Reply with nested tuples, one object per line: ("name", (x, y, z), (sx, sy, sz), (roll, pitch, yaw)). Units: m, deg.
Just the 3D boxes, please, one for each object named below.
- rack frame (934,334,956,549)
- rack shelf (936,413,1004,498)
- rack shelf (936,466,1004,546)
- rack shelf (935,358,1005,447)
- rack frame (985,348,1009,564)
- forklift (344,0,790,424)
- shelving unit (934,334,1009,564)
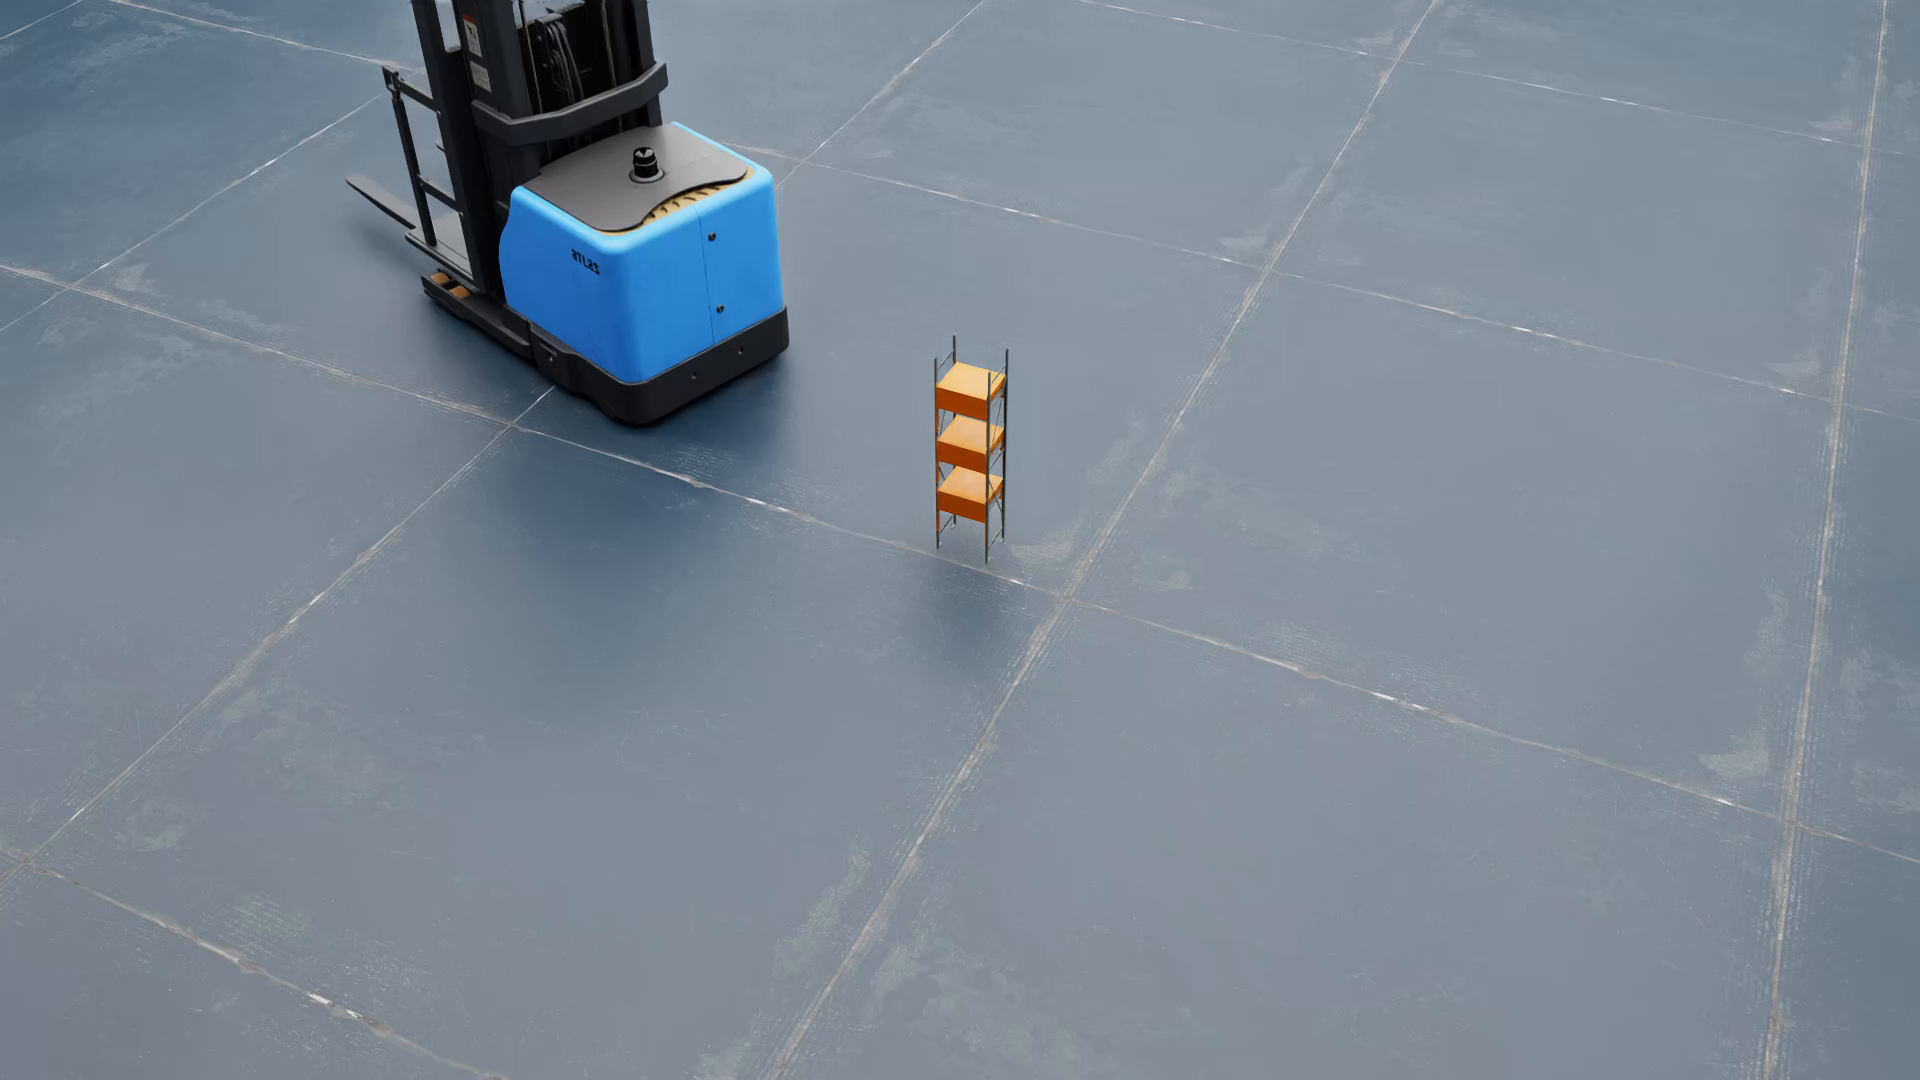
("rack frame", (-0.062, -0.416, 7.312), (0.008, 1.050, 0.200), (17, 44, 19))
("rack shelf", (0.048, -0.374, 7.280), (0.240, 0.259, 0.215), (17, 44, 19))
("rack shelf", (0.048, -0.164, 7.462), (0.240, 0.259, 0.215), (17, 44, 19))
("rack shelf", (0.048, -0.588, 7.094), (0.240, 0.259, 0.215), (17, 44, 19))
("rack frame", (0.159, -0.348, 7.234), (0.008, 1.050, 0.200), (17, 44, 19))
("forklift", (-2.297, -2.532, 8.318), (3.031, 2.935, 1.130), (33, 51, 32))
("shelving unit", (0.048, -0.382, 7.273), (0.252, 1.050, 0.215), (17, 44, 19))
